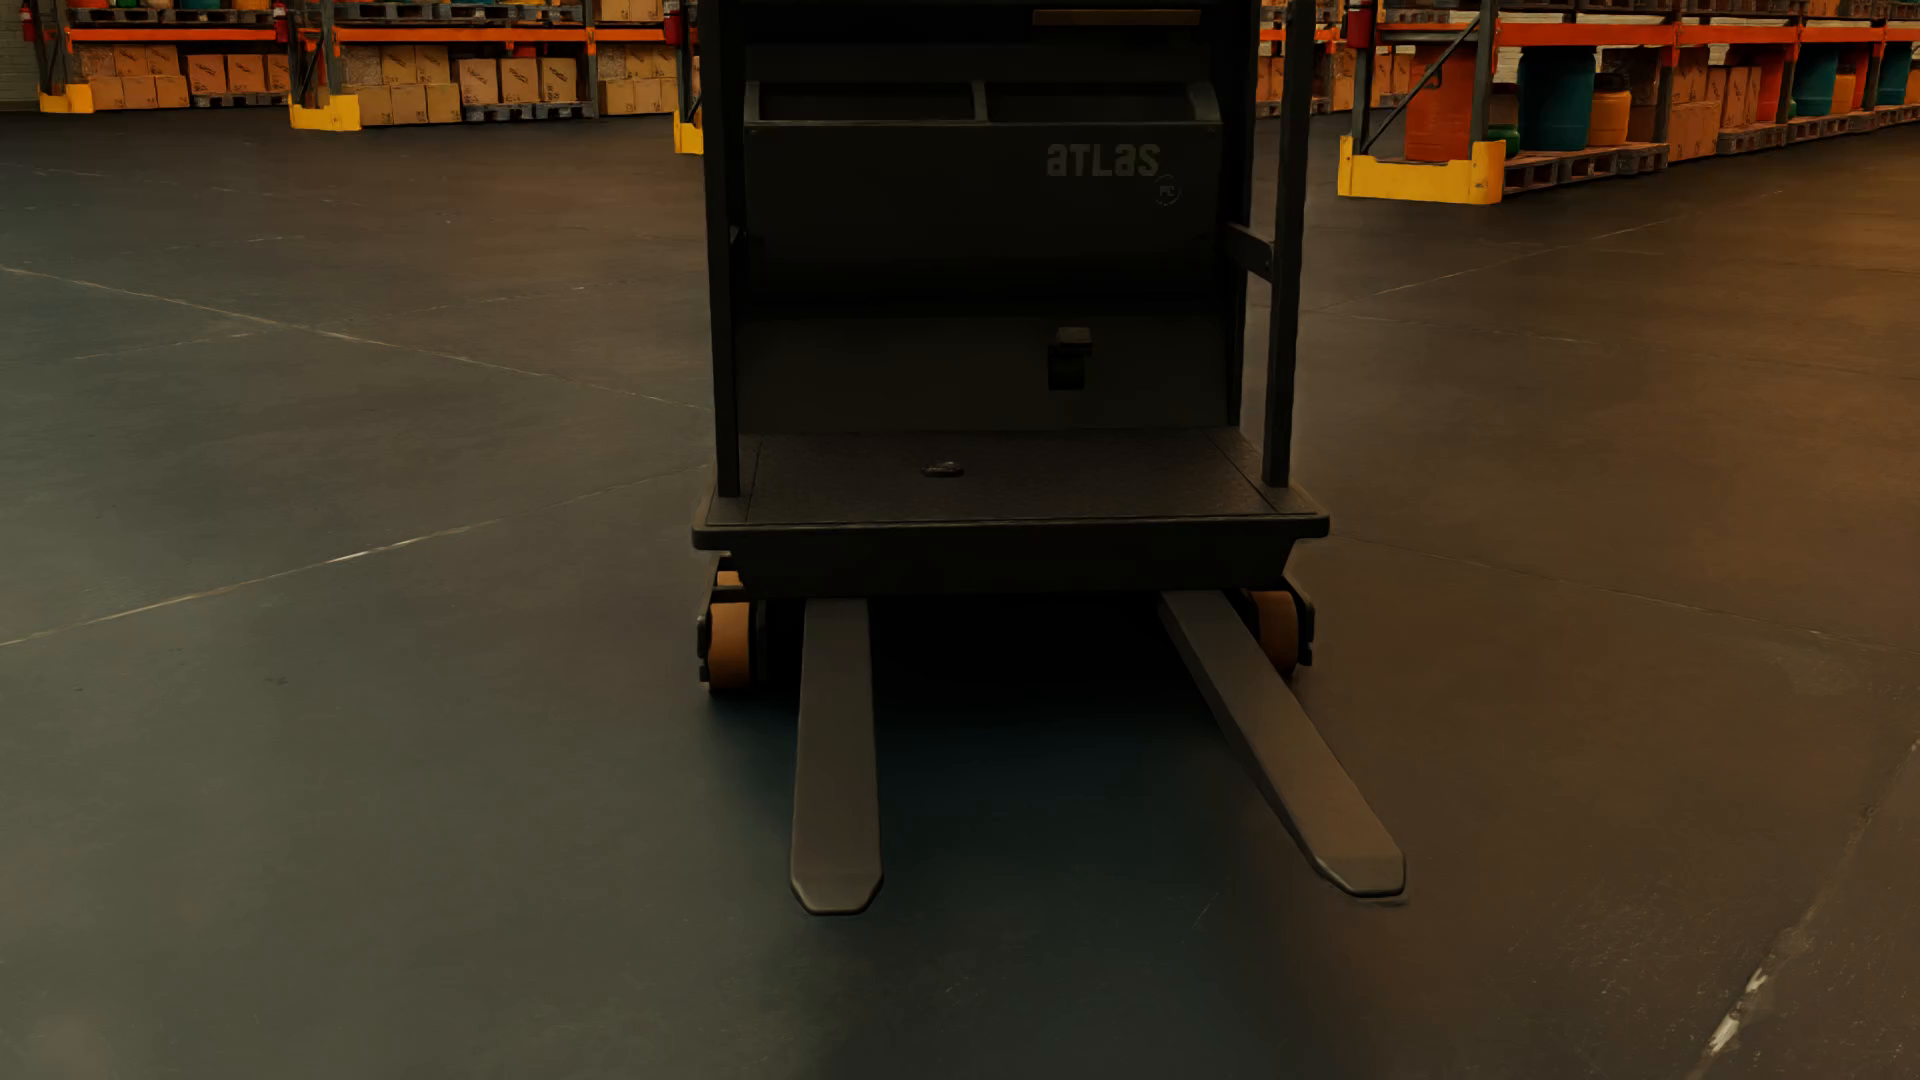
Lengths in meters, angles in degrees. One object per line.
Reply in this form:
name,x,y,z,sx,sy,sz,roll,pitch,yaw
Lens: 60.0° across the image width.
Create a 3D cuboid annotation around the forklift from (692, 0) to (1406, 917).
forklift,0.062,-1.226,2.934,1.130,2.935,3.031,-1,17,-4
